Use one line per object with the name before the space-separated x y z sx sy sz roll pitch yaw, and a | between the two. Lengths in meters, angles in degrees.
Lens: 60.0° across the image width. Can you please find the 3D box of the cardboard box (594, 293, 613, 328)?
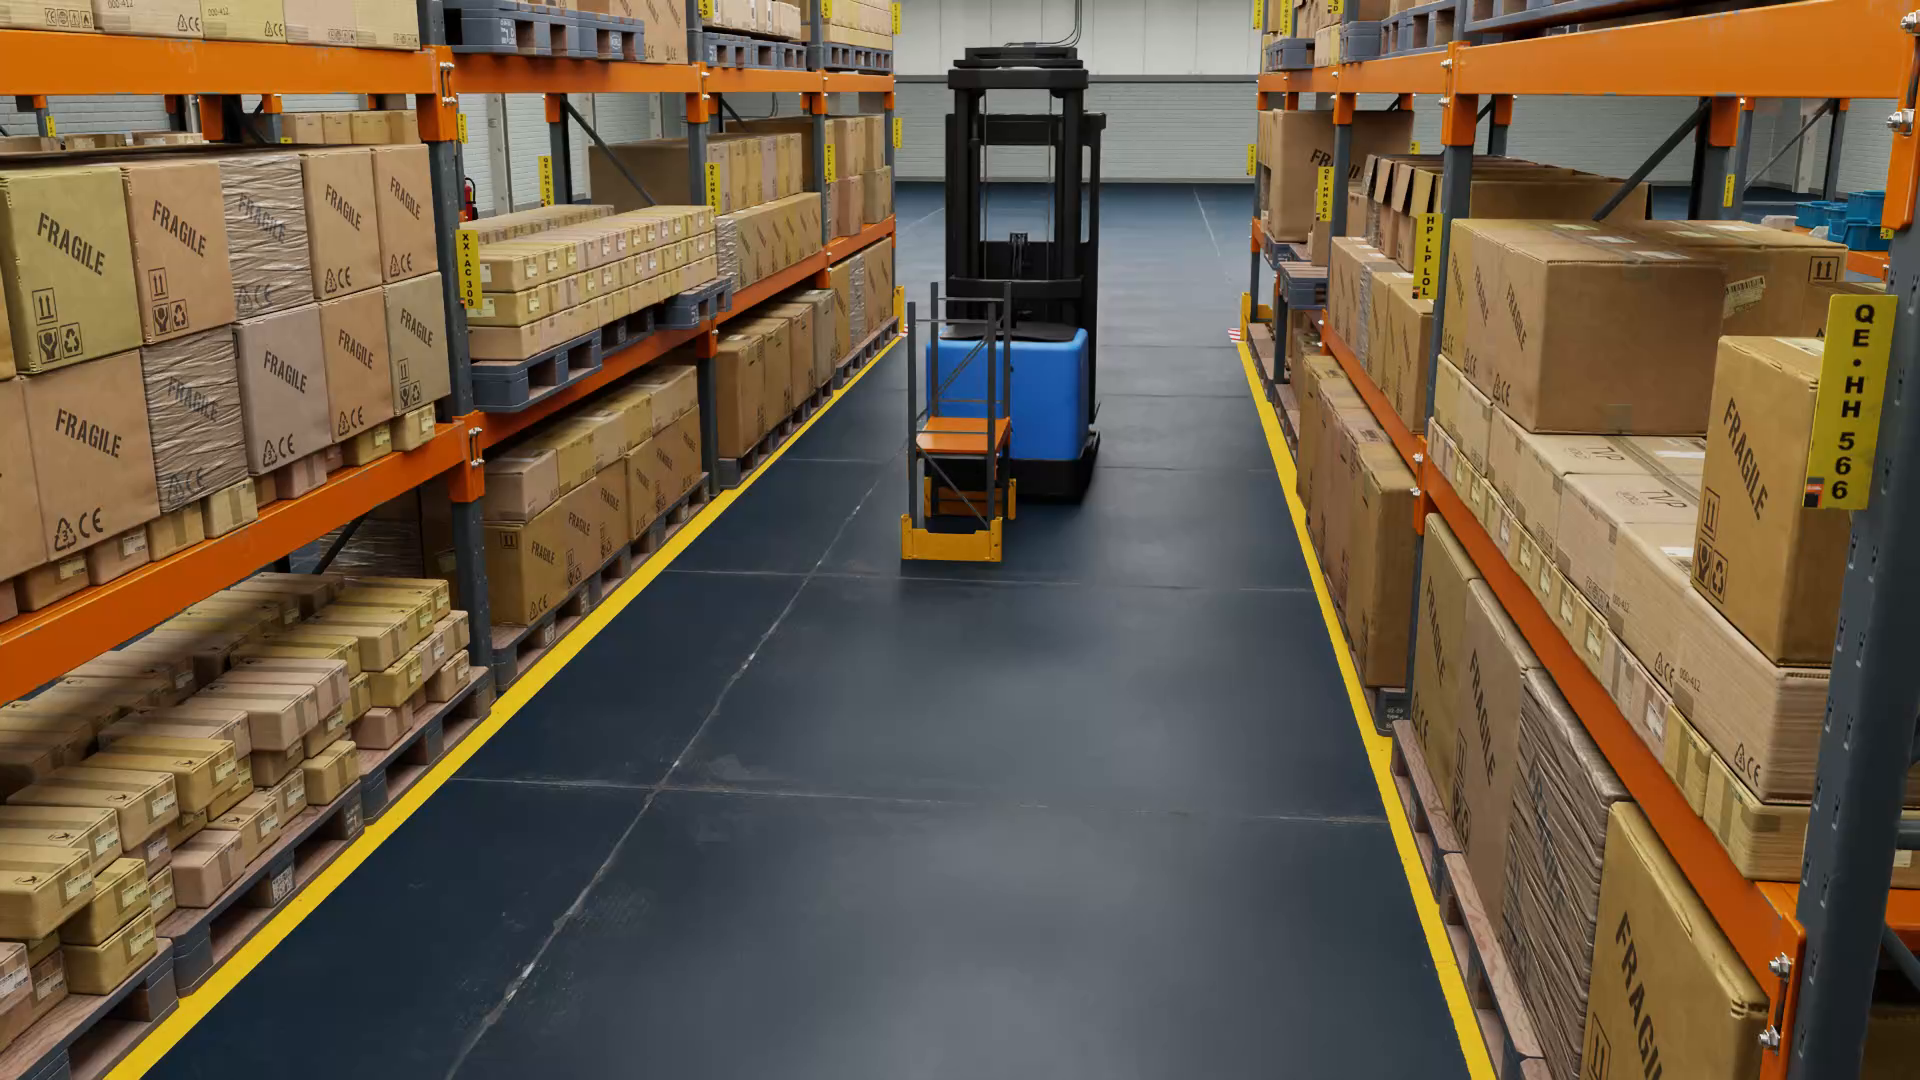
cardboard box | -1.970 -1.160 8.382 0.380 0.149 0.250 1 15 4

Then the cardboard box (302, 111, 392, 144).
cardboard box | -6.217 -4.098 16.893 0.700 0.500 0.500 2 15 6

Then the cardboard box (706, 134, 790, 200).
cardboard box | -1.790 -3.065 13.645 0.700 0.500 0.500 1 15 5

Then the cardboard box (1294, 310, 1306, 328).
cardboard box | 3.375 -1.872 15.322 0.500 0.500 0.500 7 17 24

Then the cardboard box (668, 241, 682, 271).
cardboard box | -1.823 -1.640 9.589 0.380 0.149 0.250 2 15 6

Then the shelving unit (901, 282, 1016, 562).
shelving unit | 0.009 -0.744 10.039 0.587 1.500 1.083 2 15 6

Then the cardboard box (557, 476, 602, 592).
cardboard box | -2.181 -0.039 8.544 0.500 0.500 0.500 2 15 9

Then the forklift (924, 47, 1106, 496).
forklift | 0.474 -2.042 12.099 1.130 2.935 3.031 2 15 8

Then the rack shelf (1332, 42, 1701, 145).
rack shelf | 2.556 -2.169 8.069 1.077 0.370 4.000 2 15 6

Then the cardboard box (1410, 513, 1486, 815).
cardboard box | 2.177 0.442 6.046 0.875 0.875 0.875 2 15 6

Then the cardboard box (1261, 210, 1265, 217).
cardboard box | 3.325 -3.345 17.268 0.380 0.149 0.250 2 15 6

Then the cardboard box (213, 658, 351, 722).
cardboard box | -2.424 0.535 5.956 0.380 0.149 0.250 1 15 4

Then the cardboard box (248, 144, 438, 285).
cardboard box | -2.371 -1.267 6.423 0.500 0.500 0.500 1 15 4

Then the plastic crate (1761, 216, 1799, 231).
plastic crate | 8.185 -3.166 16.630 0.298 0.136 0.250 2 15 6

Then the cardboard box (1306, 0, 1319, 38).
cardboard box | 2.976 -3.962 12.318 0.797 0.503 0.637 2 15 9

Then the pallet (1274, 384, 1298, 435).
pallet | 3.147 -1.076 13.738 1.003 0.211 1.213 2 15 6

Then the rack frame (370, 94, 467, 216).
rack frame | -6.162 -3.954 19.038 1.000 3.000 0.127 2 15 6

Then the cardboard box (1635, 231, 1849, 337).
cardboard box | 2.484 -0.726 5.381 0.500 0.500 0.500 2 15 7

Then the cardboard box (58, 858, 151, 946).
cardboard box | -2.560 1.018 4.737 0.380 0.149 0.250 2 15 8

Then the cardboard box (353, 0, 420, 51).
cardboard box | -2.373 -1.962 6.213 0.500 0.250 0.500 2 15 8

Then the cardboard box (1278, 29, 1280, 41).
cardboard box | 3.126 -4.627 15.305 0.380 0.149 0.250 2 15 9

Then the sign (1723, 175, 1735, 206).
sign | 8.060 -3.667 17.446 0.100 0.325 0.005 2 15 6

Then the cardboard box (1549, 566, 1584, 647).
cardboard box | 1.735 0.175 4.250 0.380 0.149 0.250 2 15 6

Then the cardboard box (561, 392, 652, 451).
cardboard box | -2.071 -0.670 9.440 0.500 0.250 0.500 2 15 8

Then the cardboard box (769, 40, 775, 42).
cardboard box | -1.904 -4.611 15.206 0.380 0.149 0.250 2 15 7

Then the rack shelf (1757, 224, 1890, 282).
rack shelf | 8.380 -2.650 15.594 1.077 0.370 4.000 2 15 6

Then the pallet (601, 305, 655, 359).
pallet | -2.318 -1.152 9.044 1.003 0.211 1.213 2 15 6

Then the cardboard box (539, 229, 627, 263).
cardboard box | -1.940 -1.515 8.554 0.380 0.149 0.250 2 15 8

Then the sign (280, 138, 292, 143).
sign | -6.062 -3.460 14.993 0.100 0.325 0.005 2 15 6

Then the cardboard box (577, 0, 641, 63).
cardboard box | -2.051 -2.840 8.982 0.500 0.500 0.500 2 15 6

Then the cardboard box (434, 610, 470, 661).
cardboard box | -2.306 0.399 7.027 0.380 0.149 0.250 2 15 7

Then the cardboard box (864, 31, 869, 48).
cardboard box | -1.106 -4.920 16.350 0.380 0.149 0.250 2 15 7

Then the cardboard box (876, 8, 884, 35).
cardboard box | -1.067 -5.339 17.137 0.500 0.250 0.500 2 15 6

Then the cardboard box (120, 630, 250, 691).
cardboard box | -2.907 0.453 6.259 0.380 0.149 0.250 1 15 5

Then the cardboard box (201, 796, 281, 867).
cardboard box | -2.499 0.961 5.519 0.380 0.149 0.250 2 15 6

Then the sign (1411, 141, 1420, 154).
sign | 3.785 -3.168 13.913 0.100 0.325 0.005 2 15 6

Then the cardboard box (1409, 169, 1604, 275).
cardboard box | 2.483 -1.426 7.575 0.797 0.503 0.637 2 15 7

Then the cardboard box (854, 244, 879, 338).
cardboard box | -1.340 -2.605 17.316 0.875 0.875 0.875 1 15 5

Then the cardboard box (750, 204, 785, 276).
cardboard box | -1.646 -2.308 12.759 0.500 0.500 0.500 2 15 6

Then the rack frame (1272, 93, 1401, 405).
rack frame | 3.233 -2.624 14.121 1.000 3.000 0.127 2 15 6

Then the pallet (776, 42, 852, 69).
pallet | -1.581 -4.414 15.162 1.003 0.211 1.213 2 15 6

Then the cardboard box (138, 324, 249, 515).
cardboard box | -2.558 -0.383 5.071 0.500 0.500 0.500 1 15 5

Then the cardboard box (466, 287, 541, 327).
cardboard box | -2.085 -1.036 7.352 0.380 0.149 0.250 2 15 7

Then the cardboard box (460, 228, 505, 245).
cardboard box | -2.587 -1.538 8.642 0.380 0.149 0.250 1 15 4

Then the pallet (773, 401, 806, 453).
pallet | -1.831 -0.931 13.201 1.003 0.211 1.213 2 15 6

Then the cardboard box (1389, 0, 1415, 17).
cardboard box | 2.785 -3.127 9.232 0.797 0.503 0.637 3 15 10

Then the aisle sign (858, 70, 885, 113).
aisle sign | -0.926 -5.099 18.291 0.394 0.787 0.004 2 15 6

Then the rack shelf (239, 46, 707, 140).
rack shelf | -2.361 -2.341 8.706 1.077 0.370 4.000 2 15 6

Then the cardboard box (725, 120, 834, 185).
cardboard box | -1.608 -3.485 14.948 0.875 0.550 0.550 2 15 6

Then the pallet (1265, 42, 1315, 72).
pallet | 3.058 -3.825 13.174 1.213 0.211 1.003 2 15 6

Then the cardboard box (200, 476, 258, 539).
cardboard box | -2.491 -0.112 5.311 0.380 0.149 0.250 2 15 7

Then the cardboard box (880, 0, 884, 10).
cardboard box | -0.992 -5.568 17.219 0.380 0.149 0.250 2 15 7

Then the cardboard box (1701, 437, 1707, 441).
cardboard box | 2.428 -0.232 4.990 0.500 0.250 0.500 2 15 7
